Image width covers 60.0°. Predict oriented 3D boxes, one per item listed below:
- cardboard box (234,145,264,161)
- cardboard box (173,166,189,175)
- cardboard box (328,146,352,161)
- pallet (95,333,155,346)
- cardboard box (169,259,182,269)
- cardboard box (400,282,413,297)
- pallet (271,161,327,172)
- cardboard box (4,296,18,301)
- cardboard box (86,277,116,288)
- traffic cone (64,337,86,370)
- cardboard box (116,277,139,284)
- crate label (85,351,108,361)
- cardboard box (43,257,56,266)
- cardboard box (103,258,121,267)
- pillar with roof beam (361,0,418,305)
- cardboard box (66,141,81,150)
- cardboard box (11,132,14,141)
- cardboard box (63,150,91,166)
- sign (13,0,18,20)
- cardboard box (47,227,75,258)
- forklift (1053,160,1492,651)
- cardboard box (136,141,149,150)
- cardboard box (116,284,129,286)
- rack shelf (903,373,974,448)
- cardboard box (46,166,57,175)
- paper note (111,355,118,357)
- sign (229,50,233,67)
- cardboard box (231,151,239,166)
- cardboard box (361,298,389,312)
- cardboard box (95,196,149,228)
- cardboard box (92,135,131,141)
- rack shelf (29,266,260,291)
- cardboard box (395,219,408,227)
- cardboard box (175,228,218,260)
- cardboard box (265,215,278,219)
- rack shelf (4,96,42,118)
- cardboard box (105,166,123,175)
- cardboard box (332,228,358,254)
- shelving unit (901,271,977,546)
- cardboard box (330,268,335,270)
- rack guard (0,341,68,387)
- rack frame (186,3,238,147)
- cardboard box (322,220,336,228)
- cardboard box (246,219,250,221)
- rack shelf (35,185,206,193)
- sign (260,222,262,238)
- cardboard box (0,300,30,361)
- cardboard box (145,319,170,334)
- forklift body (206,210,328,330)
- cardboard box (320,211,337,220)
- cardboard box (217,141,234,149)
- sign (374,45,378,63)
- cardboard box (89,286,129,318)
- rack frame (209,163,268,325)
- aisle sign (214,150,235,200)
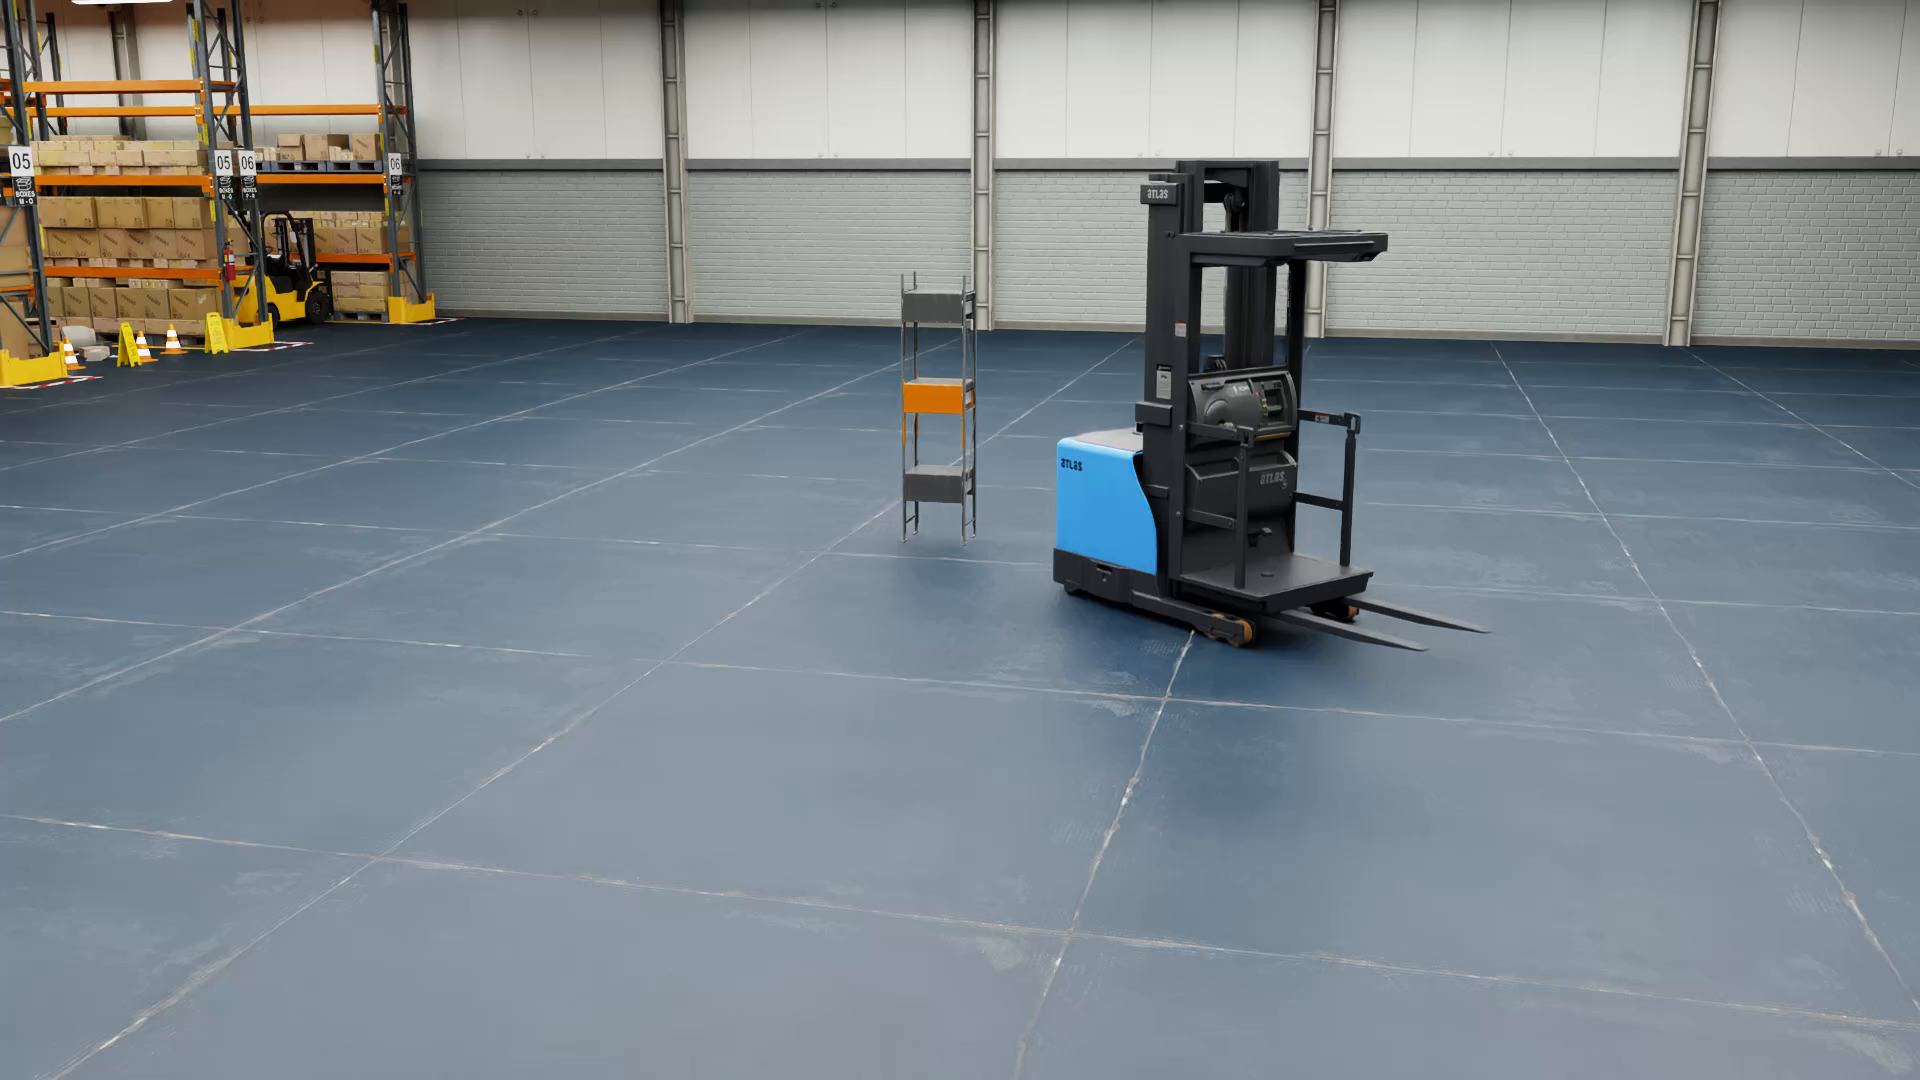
[{"bbox_3d":[-13.900,-7.560,32.465,0.500,0.311,0.500,3,13,15],"label":"cardboard box"},{"bbox_3d":[-12.614,-6.036,27.168,0.250,0.149,0.380,3,13,14],"label":"cardboard box"},{"bbox_3d":[-11.889,-7.417,31.925,0.258,0.266,0.396,3,13,14],"label":"cardboard box"},{"bbox_3d":[-13.986,-3.484,28.451,1.213,0.211,1.003,3,13,14],"label":"pallet"},{"bbox_3d":[-12.882,-4.588,27.567,0.250,0.149,0.380,3,13,13],"label":"cardboard box"},{"bbox_3d":[-11.172,-4.947,32.831,0.500,0.250,0.500,3,13,15],"label":"cardboard box"},{"bbox_3d":[-12.634,-7.299,32.484,1.213,0.211,1.003,3,13,14],"label":"pallet"},{"bbox_3d":[-19.478,-5.177,34.445,0.500,0.500,0.500,3,13,13],"label":"cardboard box"},{"bbox_3d":[-14.458,-4.335,27.998,0.250,0.149,0.380,4,13,17],"label":"cardboard box"},{"bbox_3d":[-13.214,-2.770,24.650,0.334,0.463,0.336,3,13,14],"label":"traffic cone"},{"bbox_3d":[-16.640,-5.131,33.948,0.625,0.625,0.875,3,13,11],"label":"cardboard box"},{"bbox_3d":[-13.392,-2.859,25.802,0.298,0.136,0.250,-4,13,-16],"label":"crate label"},{"bbox_3d":[-15.348,-4.727,28.196,0.250,0.149,0.380,3,13,15],"label":"cardboard box"},{"bbox_3d":[-14.115,-4.654,27.865,0.250,0.149,0.380,3,13,13],"label":"cardboard box"},{"bbox_3d":[-12.257,-8.022,28.613,0.548,9.000,9.100,3,13,14],"label":"pillar with roof beam"},{"bbox_3d":[-14.592,-6.538,27.589,0.250,0.149,0.380,3,13,12],"label":"cardboard box"},{"bbox_3d":[-16.428,-6.779,28.163,0.500,0.250,0.500,3,13,15],"label":"cardboard box"},{"bbox_3d":[-14.487,-6.338,27.612,0.500,0.250,0.500,3,13,14],"label":"cardboard box"},{"bbox_3d":[-12.900,-7.261,22.662,0.005,0.325,0.100,3,13,14],"label":"sign"},{"bbox_3d":[-14.981,-5.027,28.051,0.500,0.500,0.500,3,13,13],"label":"cardboard box"},{"bbox_3d":[1.949,-0.893,10.493,1.130,2.935,3.031,-9,16,-37],"label":"forklift"},{"bbox_3d":[-13.313,-6.484,27.347,0.250,0.149,0.380,3,13,14],"label":"cardboard box"},{"bbox_3d":[-14.206,-4.138,28.608,0.500,0.500,0.500,4,13,17],"label":"cardboard box"},{"bbox_3d":[-0.161,-1.020,13.048,0.480,0.518,0.431,3,13,14],"label":"rack shelf"},{"bbox_3d":[-15.083,-6.195,27.886,0.250,0.149,0.380,3,13,14],"label":"cardboard box"},{"bbox_3d":[-13.346,-2.909,26.276,0.142,0.019,0.148,-1,13,-6],"label":"paper note"},{"bbox_3d":[-14.492,-9.557,33.014,0.005,0.325,0.100,3,13,14],"label":"sign"},{"bbox_3d":[-12.376,-6.347,27.650,0.500,0.250,0.500,3,13,13],"label":"cardboard box"},{"bbox_3d":[-11.297,-4.593,32.389,0.500,0.250,0.500,3,13,14],"label":"cardboard box"},{"bbox_3d":[-13.960,-5.479,27.777,0.500,0.500,0.700,3,13,13],"label":"cardboard box"},{"bbox_3d":[-16.899,-7.813,33.167,0.500,0.500,0.500,3,13,15],"label":"cardboard box"},{"bbox_3d":[-13.893,-4.481,28.166,4.000,0.370,1.077,3,13,14],"label":"rack shelf"},{"bbox_3d":[-11.033,-6.210,32.570,0.250,0.149,0.380,3,13,12],"label":"cardboard box"},{"bbox_3d":[-12.544,-4.893,27.443,0.500,0.500,0.500,3,13,13],"label":"cardboard box"},{"bbox_3d":[-13.402,-6.363,32.573,0.250,0.149,0.380,3,13,13],"label":"cardboard box"},{"bbox_3d":[-17.776,-7.422,28.495,4.000,0.370,1.077,3,13,14],"label":"rack shelf"},{"bbox_3d":[-13.866,-6.100,27.458,0.250,0.149,0.380,3,13,13],"label":"cardboard box"},{"bbox_3d":[-11.808,-5.820,32.312,0.500,0.500,0.500,3,13,15],"label":"cardboard box"},{"bbox_3d":[-0.161,-1.034,13.045,0.503,2.100,0.431,3,13,14],"label":"shelving unit"},{"bbox_3d":[-12.652,-5.269,33.129,0.500,0.250,0.500,3,13,12],"label":"cardboard box"},{"bbox_3d":[-13.016,-2.461,23.170,0.348,0.500,1.175,3,13,14],"label":"rack guard"},{"bbox_3d":[-14.649,-8.909,32.612,0.127,3.000,1.000,3,13,14],"label":"rack frame"},{"bbox_3d":[-12.170,-6.149,32.297,0.250,0.149,0.380,3,13,12],"label":"cardboard box"},{"bbox_3d":[-13.891,-6.253,32.763,0.250,0.149,0.380,3,13,13],"label":"cardboard box"},{"bbox_3d":[-16.591,-7.197,33.483,4.000,0.370,1.077,3,13,14],"label":"rack shelf"},{"bbox_3d":[-11.821,-5.265,28.041,0.005,0.325,0.100,3,13,14],"label":"sign"},{"bbox_3d":[-13.713,-2.871,23.186,0.875,0.875,0.875,3,13,14],"label":"cardboard box"},{"bbox_3d":[-13.301,-3.605,27.936,0.500,0.250,0.500,3,13,14],"label":"cardboard box"},{"bbox_3d":[-13.044,-5.073,31.132,1.214,2.155,2.313,3,13,14],"label":"forklift body"},{"bbox_3d":[-12.175,-6.290,32.245,0.250,0.149,0.380,3,13,15],"label":"cardboard box"},{"bbox_3d":[-12.247,-6.521,27.513,0.250,0.149,0.380,3,13,13],"label":"cardboard box"},{"bbox_3d":[-10.909,-9.082,31.056,0.005,0.325,0.100,3,13,14],"label":"sign"},{"bbox_3d":[-14.301,-4.025,28.096,0.500,0.500,0.500,4,13,16],"label":"cardboard box"},{"bbox_3d":[-11.951,-4.728,27.620,0.127,3.000,1.000,3,13,14],"label":"rack frame"},{"bbox_3d":[-11.961,-5.933,27.050,0.004,0.787,0.394,3,13,14],"label":"aisle sign"}]
